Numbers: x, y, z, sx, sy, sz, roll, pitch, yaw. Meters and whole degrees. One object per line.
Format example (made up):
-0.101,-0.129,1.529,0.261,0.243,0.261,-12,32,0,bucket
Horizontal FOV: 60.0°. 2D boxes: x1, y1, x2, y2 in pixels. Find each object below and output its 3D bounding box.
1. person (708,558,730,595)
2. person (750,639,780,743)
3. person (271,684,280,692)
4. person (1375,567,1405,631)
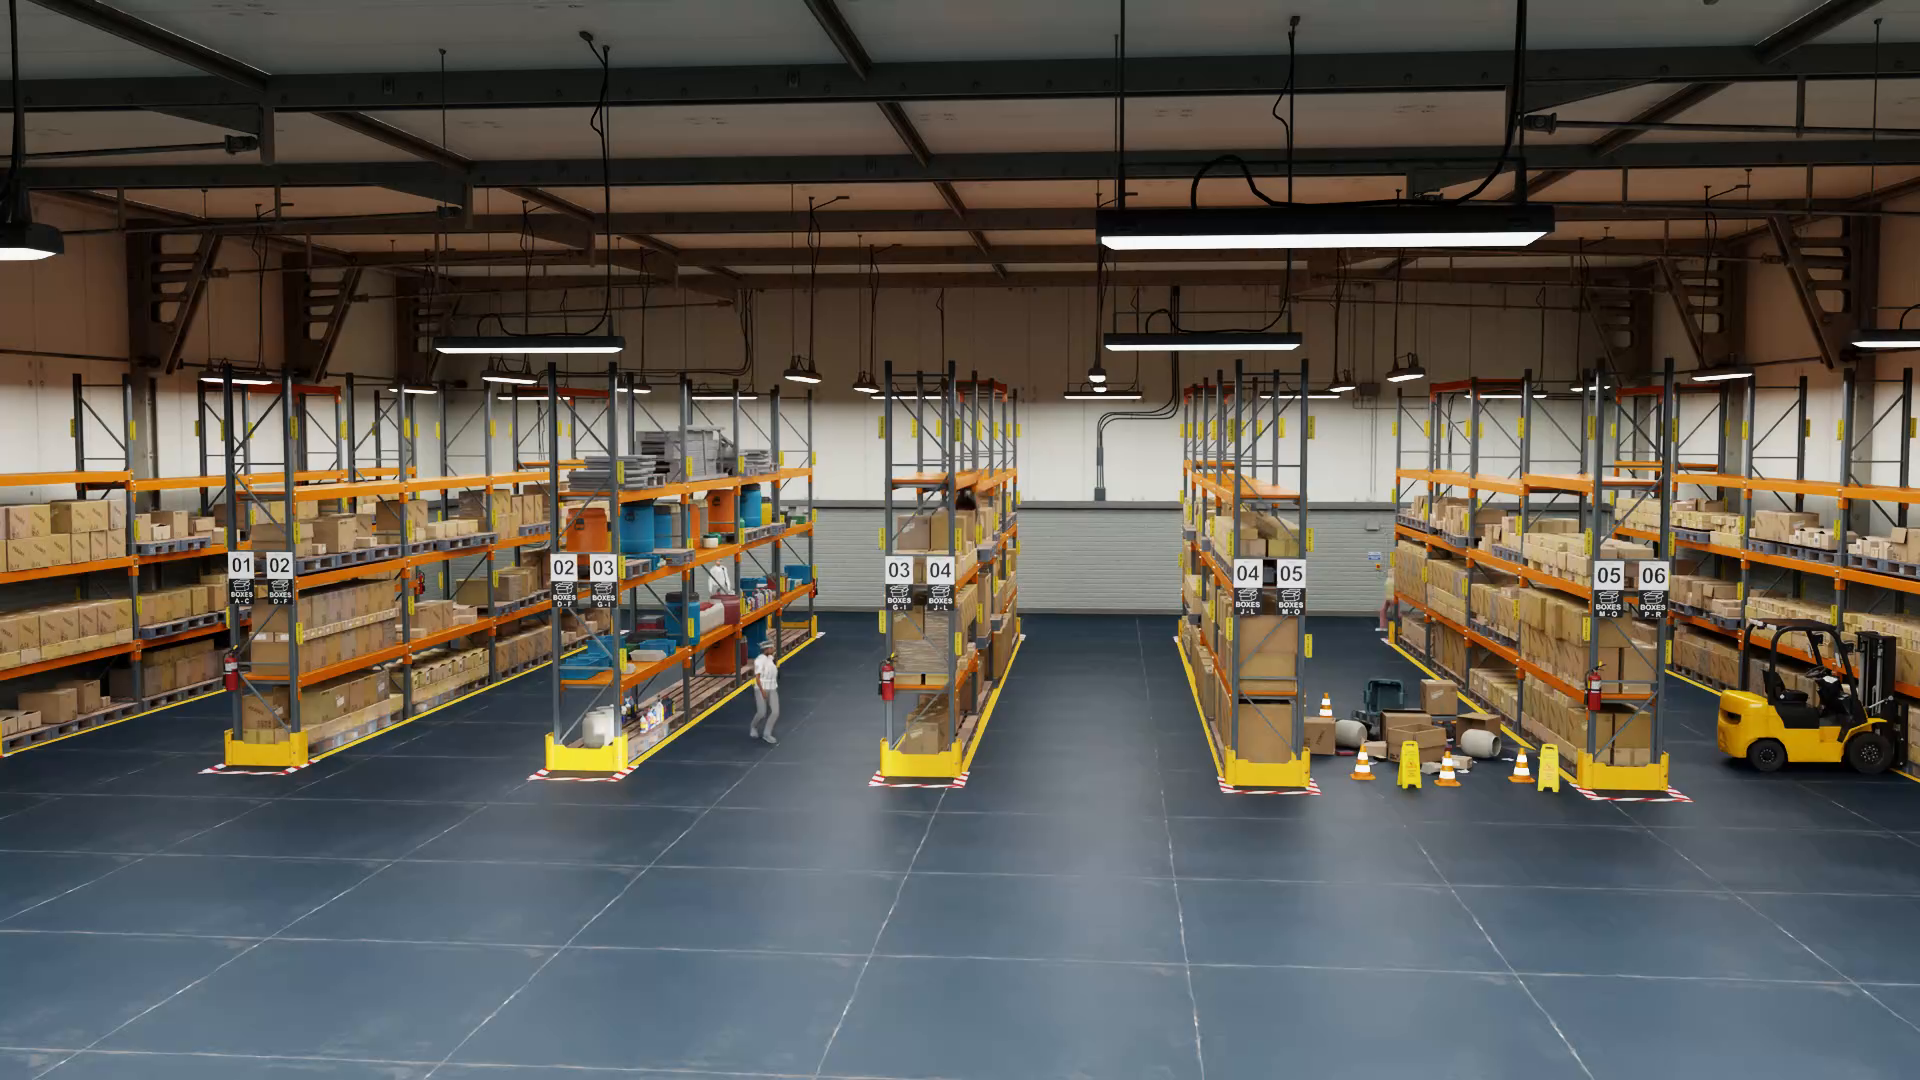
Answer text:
-6.414,1.256,44.327,0.571,1.671,0.517,0,4,5,person
-3.114,2.423,26.840,0.597,1.653,0.580,4,5,44,person
-12.143,2.237,29.732,0.465,1.643,0.563,-3,5,-36,person
10.756,1.462,41.290,0.908,1.622,0.485,-1,4,-11,person
